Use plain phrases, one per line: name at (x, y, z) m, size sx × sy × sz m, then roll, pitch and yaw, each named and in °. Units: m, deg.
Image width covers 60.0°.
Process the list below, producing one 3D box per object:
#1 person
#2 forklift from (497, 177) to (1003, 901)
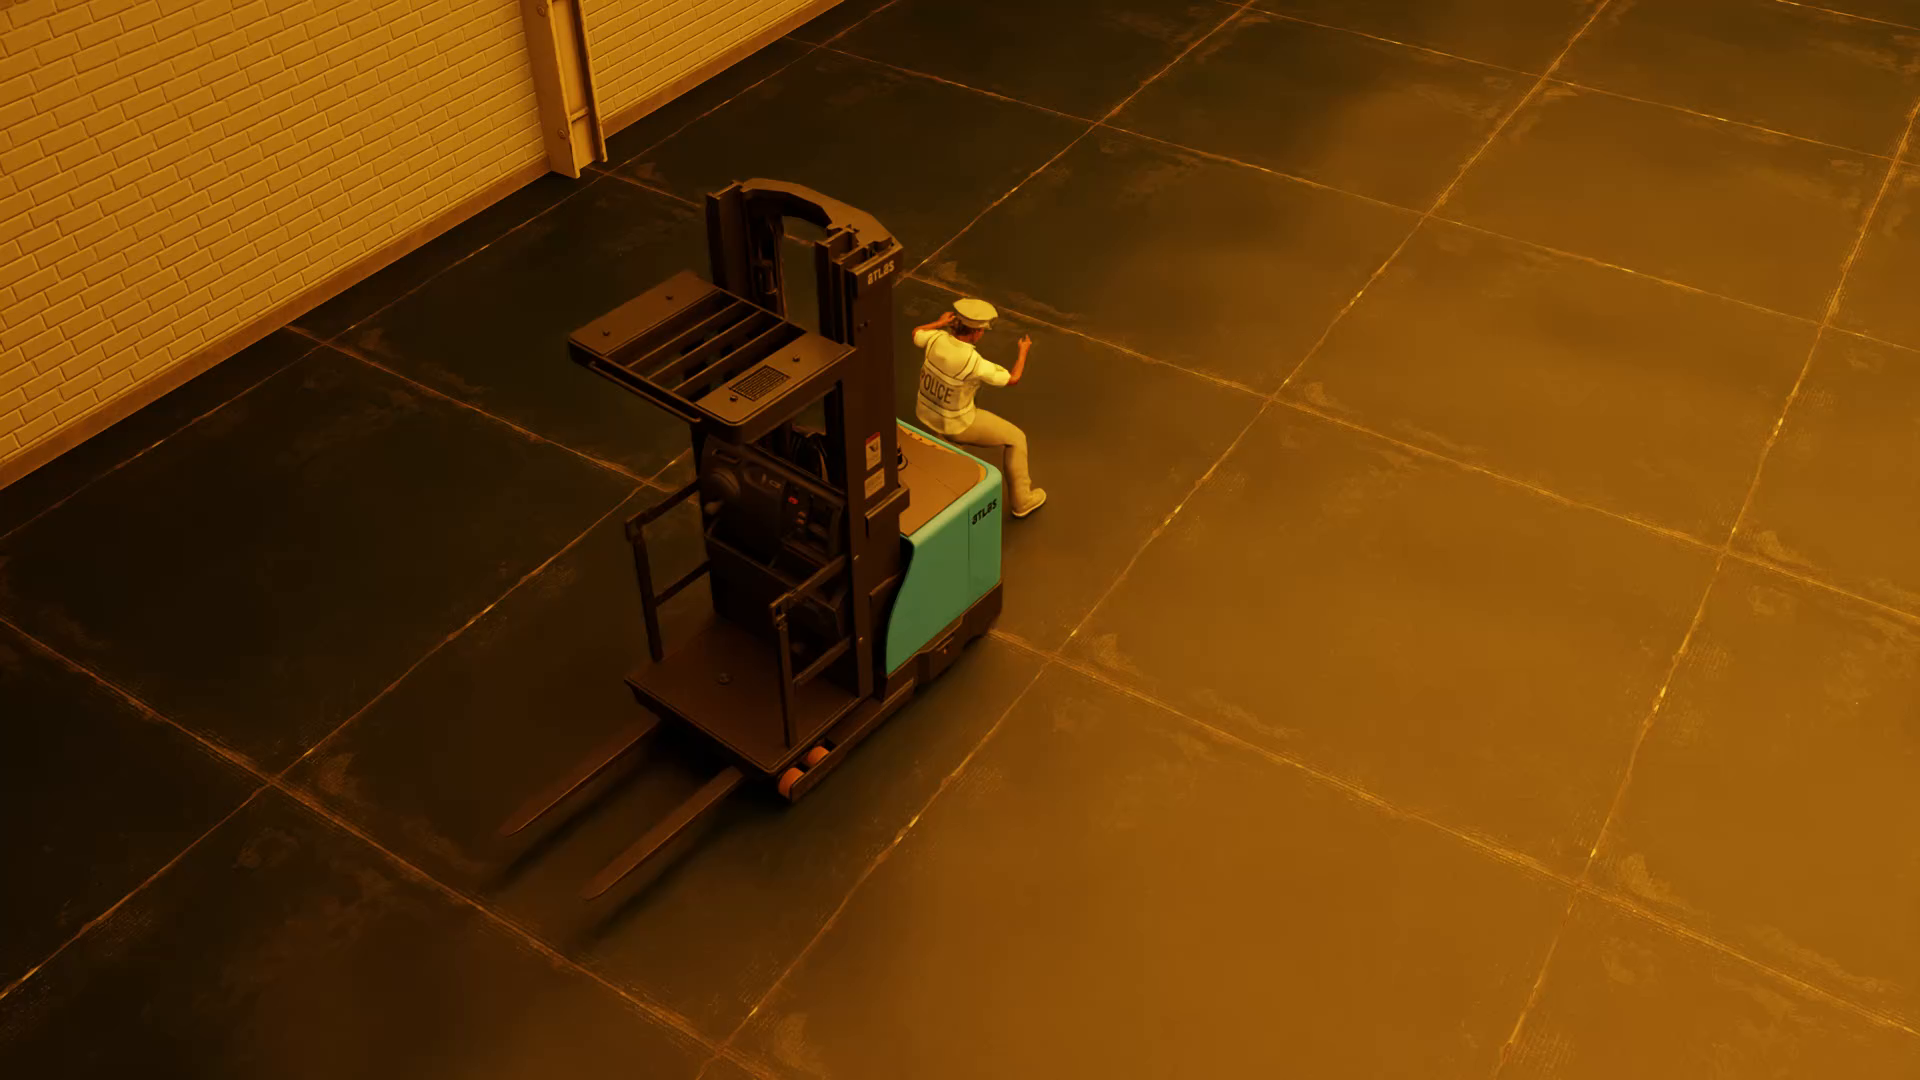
person at (0.101, -0.897, 10.192) m, size 0.914 × 1.415 × 0.749 m, roll 31°, pitch 49°, yaw 31°
forklift at (-1.072, -0.135, 8.126) m, size 1.130 × 2.935 × 3.031 m, roll 28°, pitch 47°, yaw 29°
